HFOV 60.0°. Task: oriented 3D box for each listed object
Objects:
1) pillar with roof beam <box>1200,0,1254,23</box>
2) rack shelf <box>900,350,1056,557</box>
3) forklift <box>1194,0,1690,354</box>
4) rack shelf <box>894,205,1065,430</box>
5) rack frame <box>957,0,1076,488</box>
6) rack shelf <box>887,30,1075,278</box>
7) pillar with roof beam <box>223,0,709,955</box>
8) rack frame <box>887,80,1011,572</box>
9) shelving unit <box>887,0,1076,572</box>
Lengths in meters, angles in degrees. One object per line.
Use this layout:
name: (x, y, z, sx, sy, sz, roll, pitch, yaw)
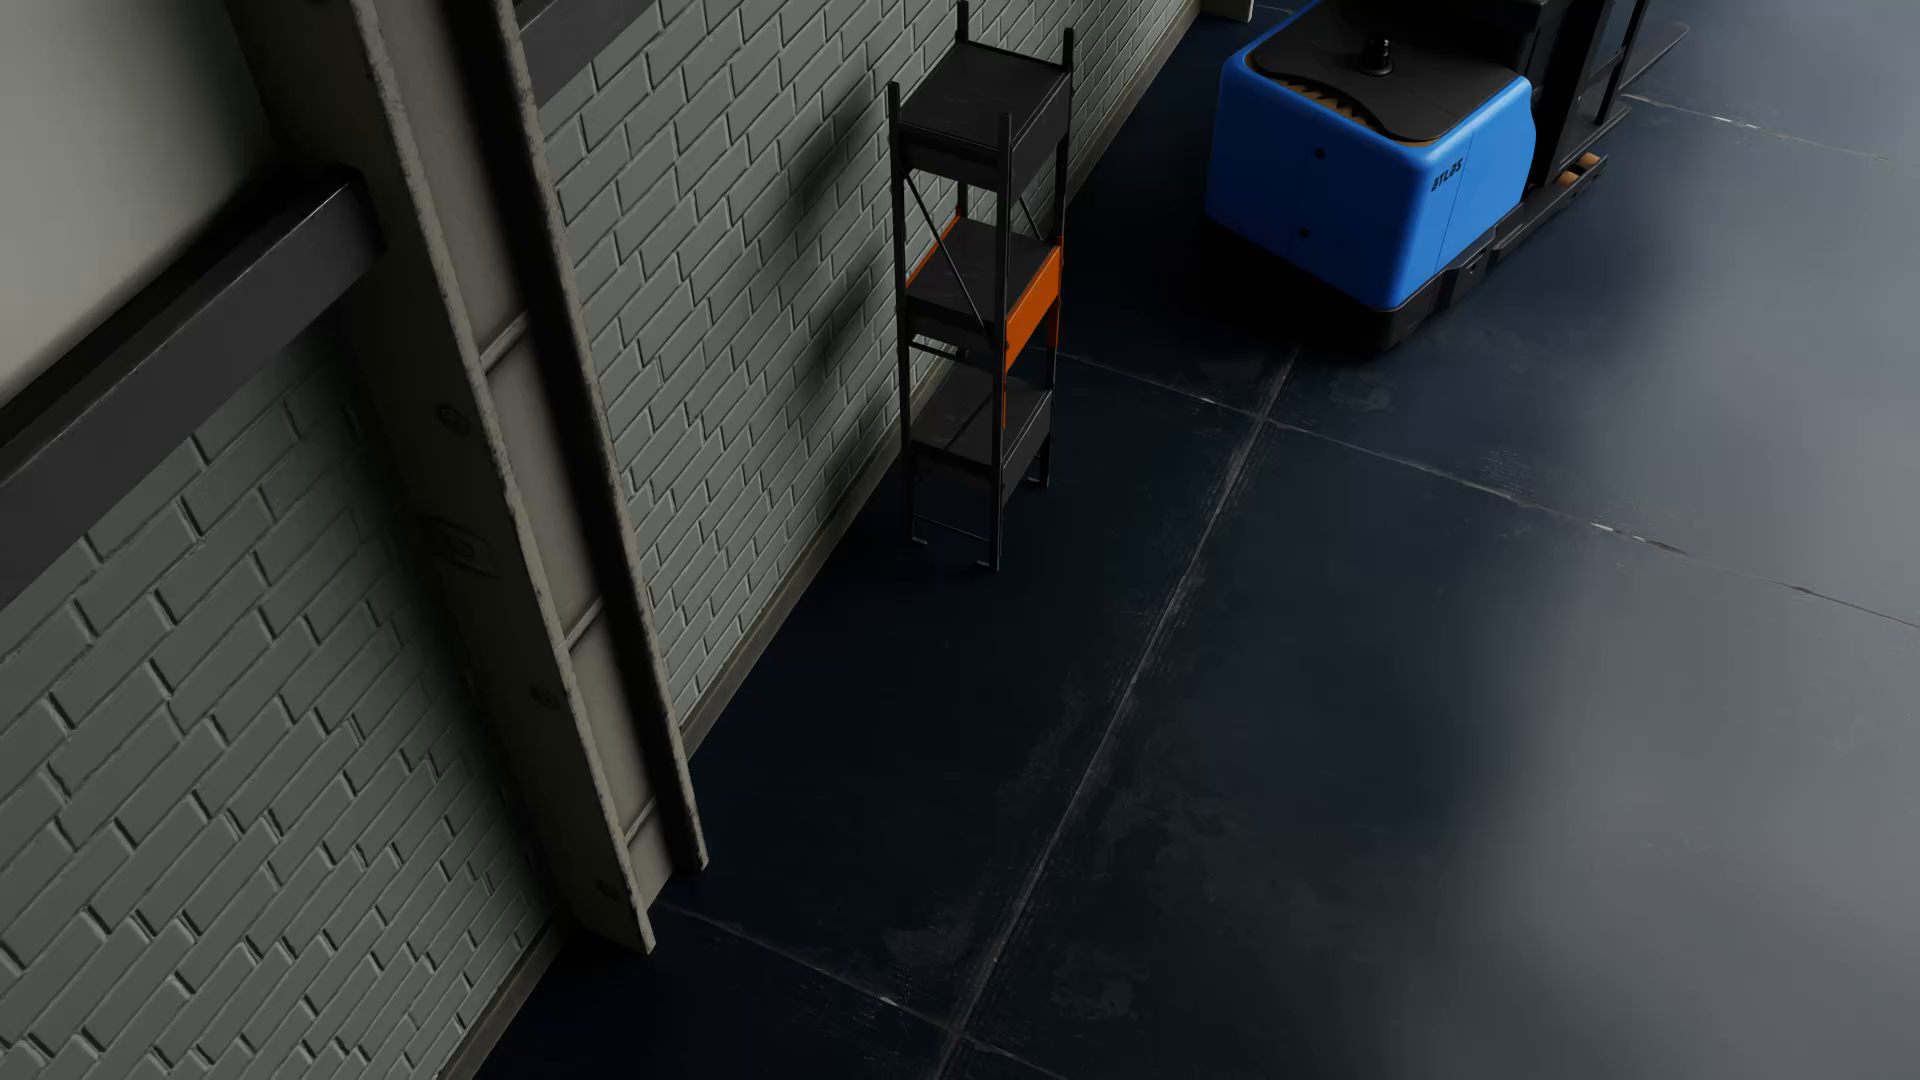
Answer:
pillar with roof beam: (5.384, -4.479, 4.468, 9.100, 9.000, 0.400, 20, 52, 16)
rack shelf: (0.071, -0.332, 6.406, 0.431, 0.518, 0.480, 20, 52, 16)
forklift: (2.449, -2.779, 7.005, 1.130, 2.935, 3.031, 36, 58, 27)
rack shelf: (0.071, -0.786, 5.873, 0.431, 0.518, 0.480, 20, 52, 16)
rack frame: (0.175, -0.962, 6.005, 0.400, 2.100, 0.015, 20, 52, 16)
rack shelf: (0.071, -1.239, 5.340, 0.431, 0.518, 0.480, 20, 52, 16)
pillar with roof beam: (2.821, -0.347, 0.952, 9.100, 9.000, 0.400, 20, 52, 16)
rack frame: (-0.034, -0.626, 5.719, 0.400, 2.100, 0.015, 20, 52, 16)
shelving unit: (0.071, -0.794, 5.862, 0.431, 2.100, 0.503, 20, 52, 16)
